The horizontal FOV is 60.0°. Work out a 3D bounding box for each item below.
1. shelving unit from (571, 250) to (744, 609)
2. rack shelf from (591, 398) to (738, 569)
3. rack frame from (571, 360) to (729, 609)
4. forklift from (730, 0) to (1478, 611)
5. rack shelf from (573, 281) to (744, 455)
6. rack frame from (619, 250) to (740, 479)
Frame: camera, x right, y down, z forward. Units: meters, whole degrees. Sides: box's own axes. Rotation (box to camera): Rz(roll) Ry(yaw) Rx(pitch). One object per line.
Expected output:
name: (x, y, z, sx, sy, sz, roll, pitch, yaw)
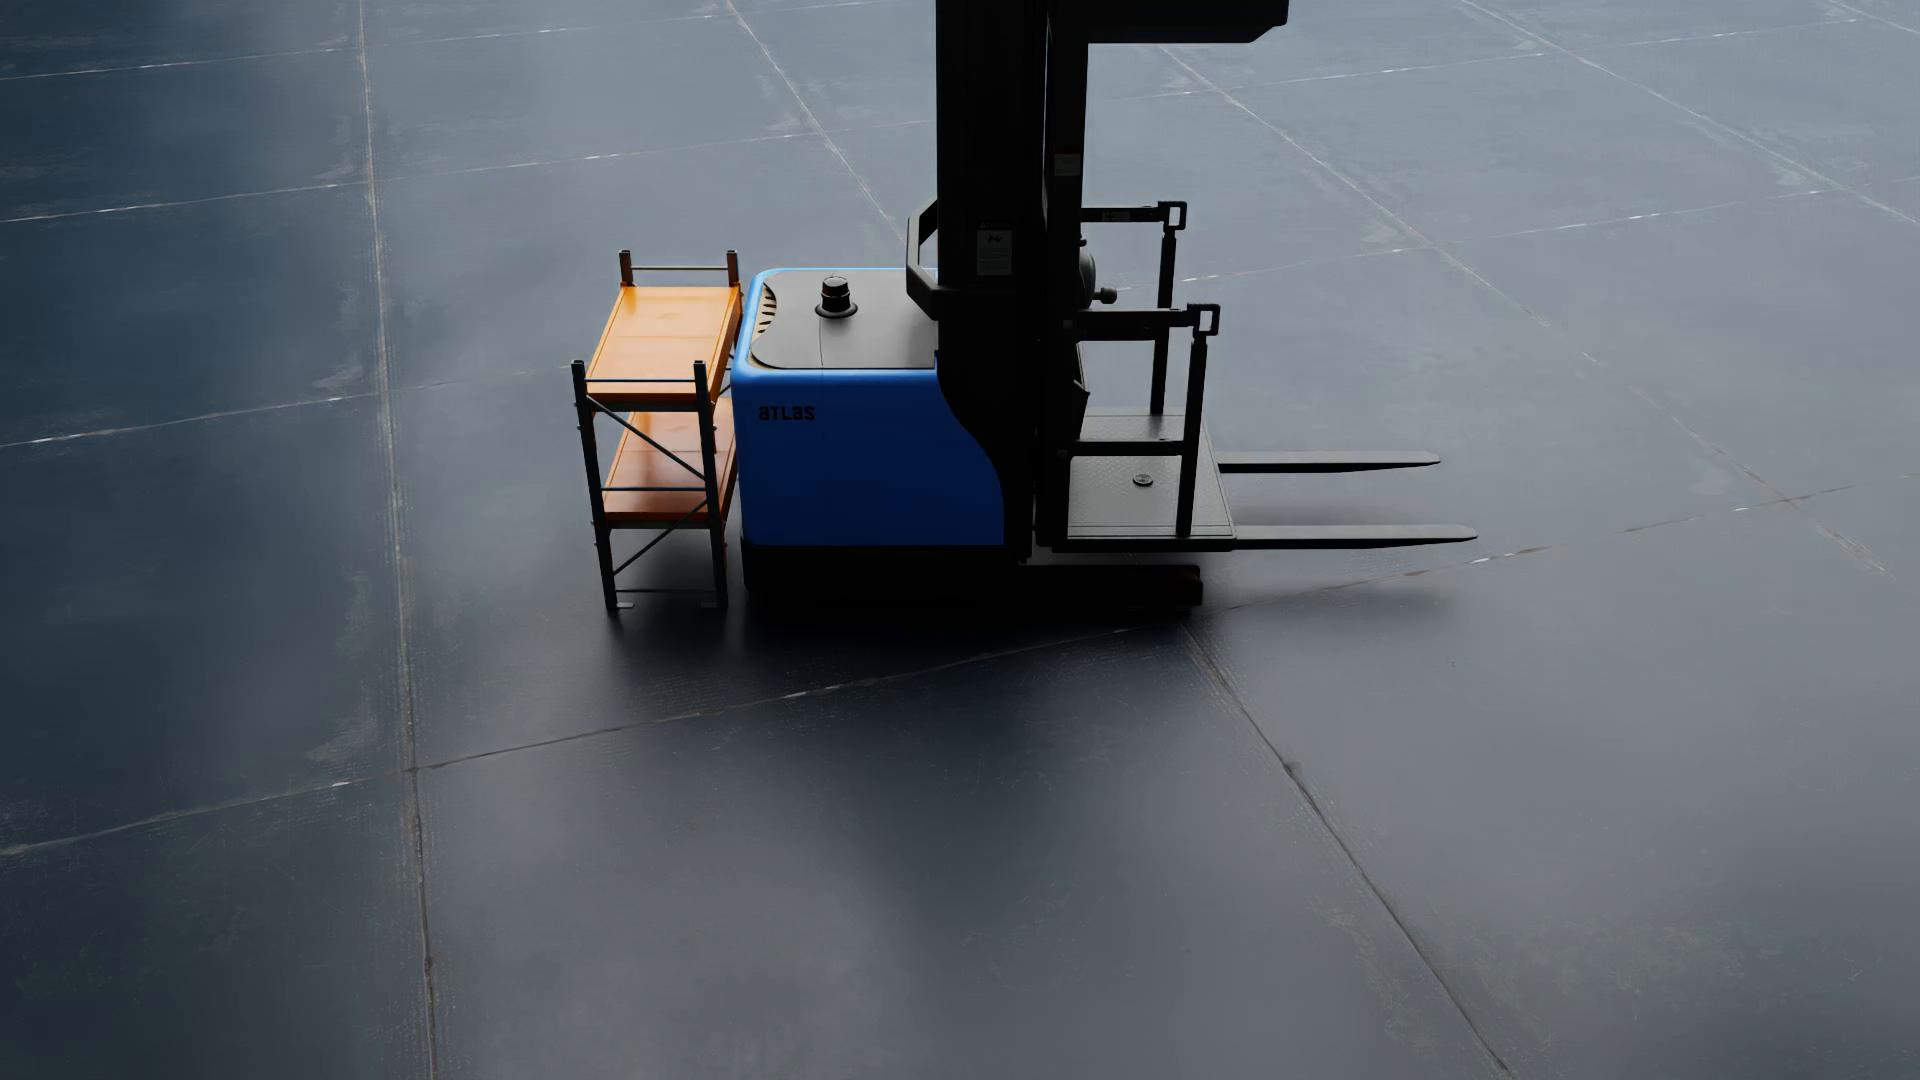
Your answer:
shelving unit: (-1.201, -0.477, 6.952, 0.538, 1.125, 1.048, 0, 33, 0)
rack shelf: (-1.201, -0.273, 7.087, 0.538, 0.278, 1.000, 0, 33, 0)
rack frame: (-1.203, -0.197, 6.528, 0.500, 1.125, 0.032, 0, 33, 0)
forklift: (0.622, -1.226, 6.446, 3.031, 2.935, 1.130, 0, 33, 0)
rack shelf: (-1.201, -0.722, 6.791, 0.538, 0.278, 1.000, 0, 33, 0)
rack frame: (-1.198, -0.758, 7.376, 0.500, 1.125, 0.032, 0, 33, 0)
